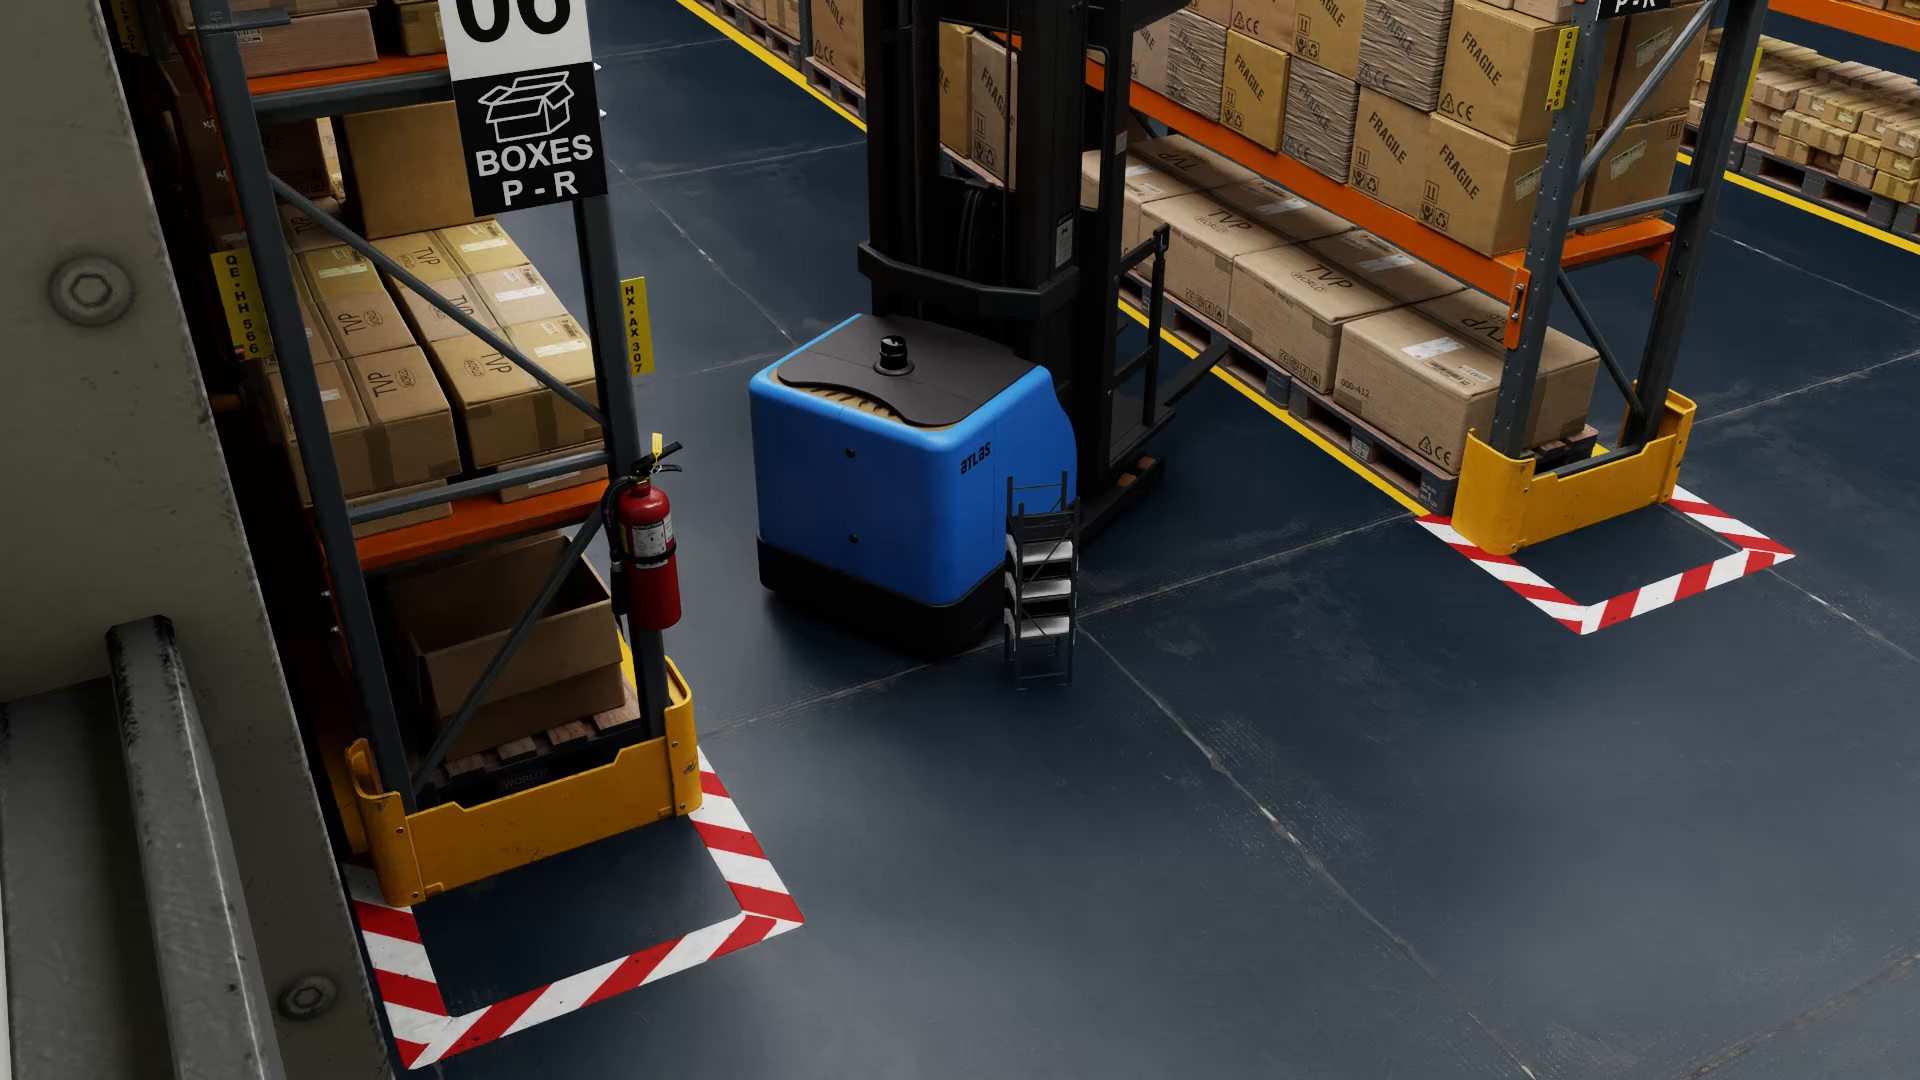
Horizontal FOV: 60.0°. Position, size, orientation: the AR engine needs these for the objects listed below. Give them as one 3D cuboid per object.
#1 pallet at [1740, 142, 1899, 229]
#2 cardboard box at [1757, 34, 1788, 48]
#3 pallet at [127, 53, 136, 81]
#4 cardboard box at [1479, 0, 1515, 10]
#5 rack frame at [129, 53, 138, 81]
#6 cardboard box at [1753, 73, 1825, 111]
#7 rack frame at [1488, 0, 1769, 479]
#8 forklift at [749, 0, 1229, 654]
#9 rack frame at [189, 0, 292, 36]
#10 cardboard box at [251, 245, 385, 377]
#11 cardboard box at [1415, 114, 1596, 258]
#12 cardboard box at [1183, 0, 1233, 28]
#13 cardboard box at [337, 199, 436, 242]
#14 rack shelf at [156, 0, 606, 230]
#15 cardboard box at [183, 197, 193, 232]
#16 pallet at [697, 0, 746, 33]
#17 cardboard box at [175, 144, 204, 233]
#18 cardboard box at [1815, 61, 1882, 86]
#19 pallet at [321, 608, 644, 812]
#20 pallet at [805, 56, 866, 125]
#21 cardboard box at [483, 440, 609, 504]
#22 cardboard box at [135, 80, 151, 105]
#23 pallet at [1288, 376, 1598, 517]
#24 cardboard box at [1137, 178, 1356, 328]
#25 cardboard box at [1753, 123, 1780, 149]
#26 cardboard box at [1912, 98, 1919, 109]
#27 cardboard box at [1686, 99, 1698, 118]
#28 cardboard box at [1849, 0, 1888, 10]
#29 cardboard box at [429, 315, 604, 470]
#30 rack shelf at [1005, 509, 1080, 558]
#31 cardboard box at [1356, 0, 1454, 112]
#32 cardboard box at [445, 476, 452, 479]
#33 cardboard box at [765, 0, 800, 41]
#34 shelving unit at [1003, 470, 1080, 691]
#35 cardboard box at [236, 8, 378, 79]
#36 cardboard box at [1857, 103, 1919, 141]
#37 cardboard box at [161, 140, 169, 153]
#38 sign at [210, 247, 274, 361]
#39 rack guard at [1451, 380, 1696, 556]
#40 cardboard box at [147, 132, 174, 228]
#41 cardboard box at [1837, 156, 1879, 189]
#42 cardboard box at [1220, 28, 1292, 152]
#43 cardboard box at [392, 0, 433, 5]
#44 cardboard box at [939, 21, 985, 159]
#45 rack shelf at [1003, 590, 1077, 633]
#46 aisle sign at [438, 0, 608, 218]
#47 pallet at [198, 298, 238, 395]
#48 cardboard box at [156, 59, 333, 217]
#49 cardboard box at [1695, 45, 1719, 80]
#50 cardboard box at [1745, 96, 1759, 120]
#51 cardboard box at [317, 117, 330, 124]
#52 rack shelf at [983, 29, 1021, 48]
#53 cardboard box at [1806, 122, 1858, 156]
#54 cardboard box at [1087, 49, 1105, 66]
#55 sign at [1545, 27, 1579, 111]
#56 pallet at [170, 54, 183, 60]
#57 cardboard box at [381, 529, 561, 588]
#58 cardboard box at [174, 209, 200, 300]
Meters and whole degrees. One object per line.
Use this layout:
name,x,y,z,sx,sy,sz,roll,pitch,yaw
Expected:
pallet,6.270,-2.549,11.553,1.003,0.211,1.213,-16,36,-23
cardboard box,5.903,-3.629,12.355,0.380,0.149,0.250,-15,36,-23
pallet,-6.148,-3.794,13.495,1.003,0.211,1.213,-16,36,-23
cardboard box,2.402,-2.388,7.096,0.380,0.149,0.250,-15,36,-22
rack frame,-5.234,-3.984,11.207,1.000,3.000,0.127,-16,36,-23
cardboard box,5.756,-3.113,11.550,0.380,0.149,0.250,-15,36,-22
rack frame,2.886,-1.416,7.199,1.000,3.000,0.127,-16,36,-23
forklift,0.344,-1.515,7.417,1.130,2.935,3.031,20,38,28
rack frame,-1.504,-2.692,3.630,1.000,3.000,0.127,-16,36,-23
cardboard box,-2.419,-0.865,6.202,0.500,0.250,0.500,-15,35,-22
cardboard box,2.427,-1.622,7.428,0.500,0.500,0.500,-16,36,-23
cardboard box,1.487,-3.010,8.668,0.500,0.500,0.500,-15,36,-22
cardboard box,-2.209,-1.233,6.776,0.500,0.250,0.500,-17,36,-24
rack shelf,-2.436,-2.080,6.123,1.077,0.370,4.000,-16,36,-23
cardboard box,-4.044,-1.813,9.146,0.380,0.149,0.250,-15,36,-23
pallet,-1.772,-5.014,15.401,1.003,0.211,1.213,-16,36,-23
cardboard box,-3.137,-1.595,7.342,0.500,0.250,0.500,-16,36,-24
cardboard box,6.285,-3.262,11.783,0.380,0.149,0.250,-18,37,-25
pallet,-1.912,0.592,6.650,1.003,0.211,1.213,-16,36,-23
pallet,-0.543,-3.665,13.294,1.003,0.211,1.213,-16,36,-23
cardboard box,-1.414,-0.286,5.668,0.380,0.149,0.250,-16,36,-23
cardboard box,-5.166,-2.920,10.874,0.380,0.149,0.250,-15,35,-22
pallet,2.444,-0.604,8.517,1.003,0.211,1.213,-16,36,-23
cardboard box,1.636,-1.669,9.580,0.875,0.438,0.875,-17,36,-24
cardboard box,5.843,-2.879,11.737,0.380,0.149,0.250,-17,37,-25
cardboard box,6.643,-2.895,11.209,0.380,0.149,0.250,-15,36,-22
cardboard box,5.362,-3.213,12.258,0.380,0.149,0.250,-15,35,-22
cardboard box,6.018,-3.562,10.782,0.380,0.149,0.250,-14,35,-21
cardboard box,-1.477,-0.512,5.652,0.500,0.250,0.500,-16,36,-23
rack shelf,0.322,-0.027,6.539,0.258,0.077,0.200,-6,33,-9
cardboard box,2.181,-2.291,7.546,0.500,0.500,0.500,-16,36,-23
cardboard box,-1.960,-0.287,5.670,0.380,0.149,0.250,-15,35,-22
cardboard box,-1.099,-4.576,14.179,0.950,0.372,0.625,-18,37,-26
shelving unit,0.322,0.172,6.667,0.258,0.900,0.210,-6,33,-9
cardboard box,-1.858,-1.418,4.654,0.380,0.149,0.250,-15,36,-22
cardboard box,6.183,-2.759,10.997,0.380,0.149,0.250,-17,36,-25
cardboard box,-4.528,-2.311,9.922,0.380,0.149,0.250,-17,37,-25
sign,-2.004,-0.656,4.647,0.100,0.325,0.005,-16,36,-23
rack guard,2.897,-0.352,7.856,1.175,0.500,0.348,-16,36,-23
cardboard box,-4.828,-2.345,10.577,0.500,0.500,0.500,-14,35,-21
cardboard box,6.120,-2.485,11.122,0.380,0.149,0.250,-15,36,-22
cardboard box,1.705,-2.351,8.566,0.500,0.500,0.500,-15,35,-22
cardboard box,-1.469,-1.771,4.837,0.500,0.250,0.500,-16,36,-24
cardboard box,0.233,-3.312,11.739,0.875,0.875,0.875,-15,36,-22
rack shelf,0.322,0.276,6.733,0.258,0.077,0.200,-6,33,-9
aisle sign,-1.212,-1.302,4.611,0.394,0.787,0.004,-16,36,-23
pallet,-3.781,-1.279,9.571,1.003,0.211,1.213,-16,36,-23
cardboard box,-2.910,-1.675,6.772,0.500,0.500,0.500,-17,36,-24
cardboard box,5.406,-3.482,12.126,0.380,0.149,0.250,-14,35,-21
cardboard box,5.705,-3.131,11.855,0.380,0.149,0.250,-18,37,-25
cardboard box,-2.916,-1.955,7.904,0.500,0.250,0.500,-15,36,-22
rack shelf,0.088,-3.977,11.863,1.077,0.370,4.000,-16,36,-23
cardboard box,5.966,-2.734,11.234,0.380,0.149,0.250,-15,36,-23
cardboard box,1.008,-3.077,9.700,0.500,0.500,0.500,-15,35,-22
sign,2.399,-1.873,6.620,0.100,0.325,0.005,-16,36,-23
pallet,-3.645,-2.403,8.917,1.003,0.211,1.213,-16,36,-23
cardboard box,-2.069,-0.024,6.954,0.700,0.500,0.500,-14,35,-21
cardboard box,-4.083,-1.598,9.411,0.500,0.500,0.500,-17,37,-25
